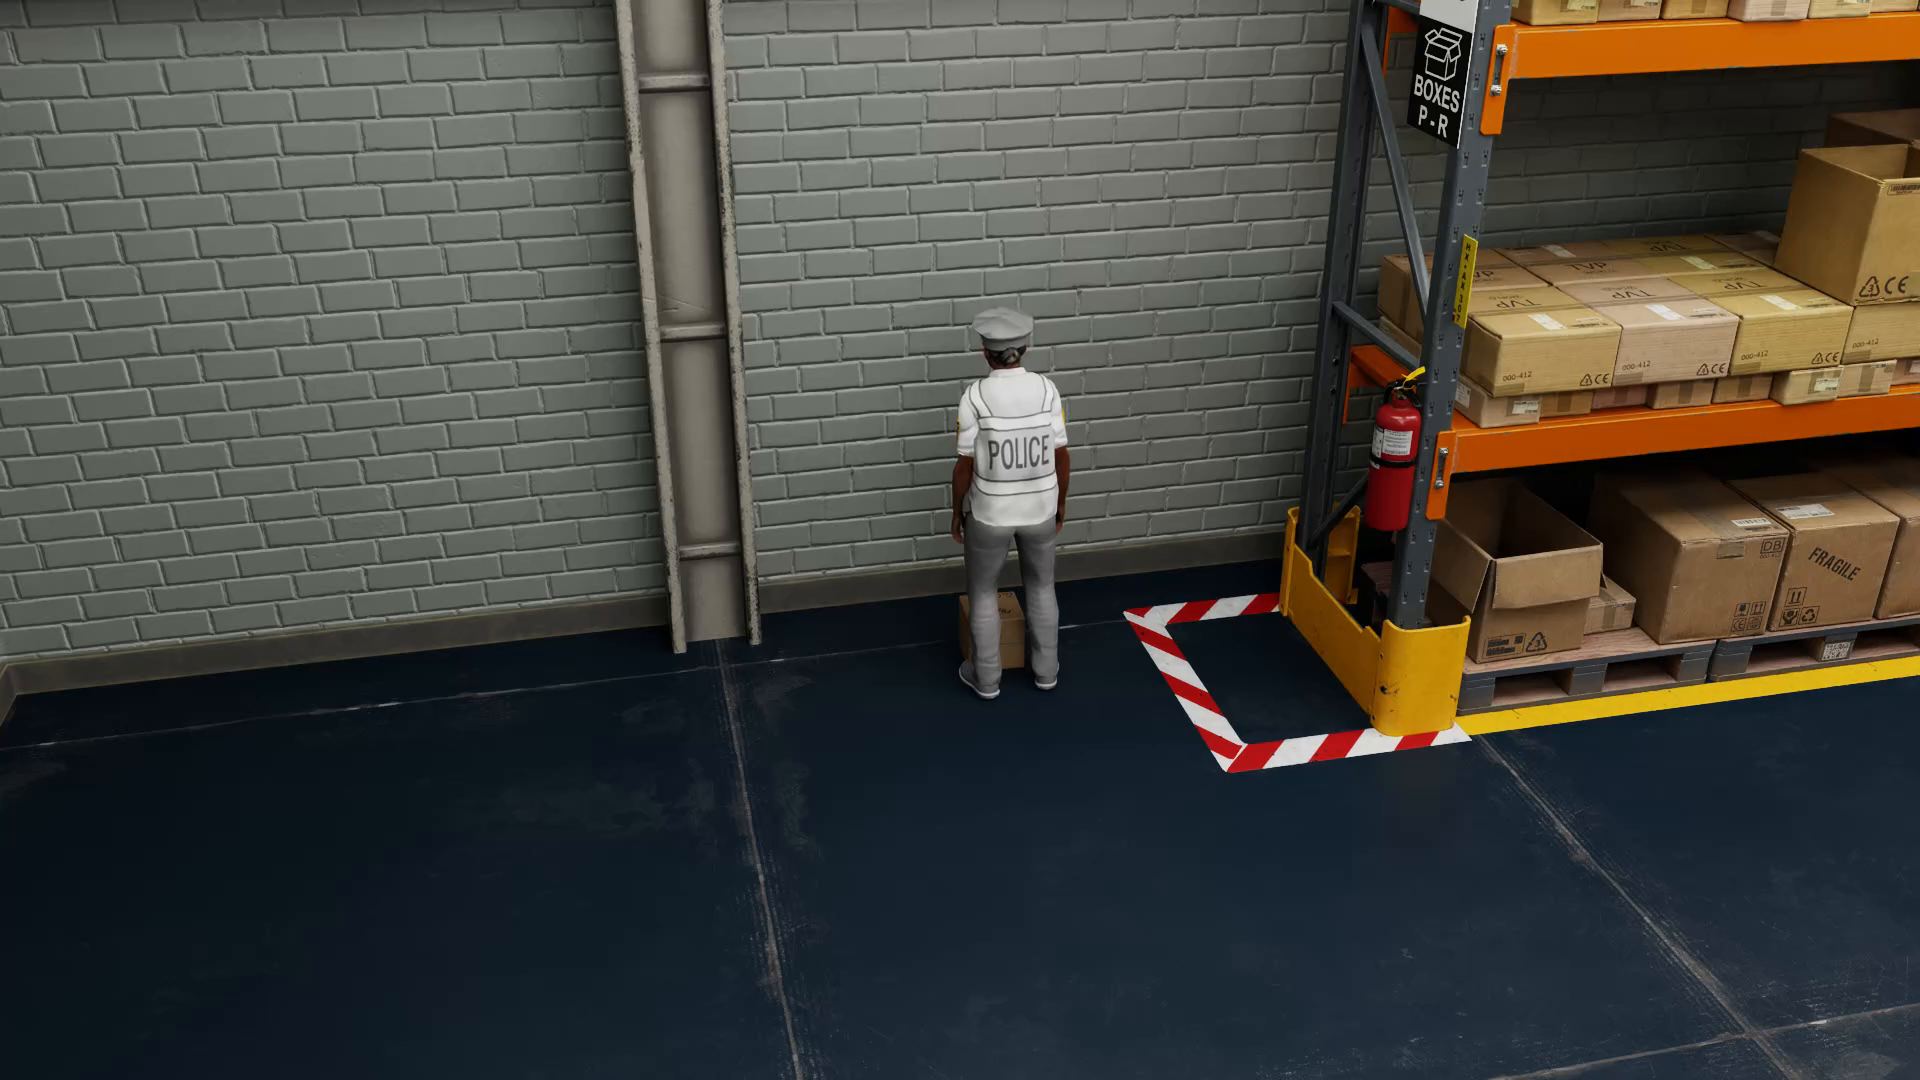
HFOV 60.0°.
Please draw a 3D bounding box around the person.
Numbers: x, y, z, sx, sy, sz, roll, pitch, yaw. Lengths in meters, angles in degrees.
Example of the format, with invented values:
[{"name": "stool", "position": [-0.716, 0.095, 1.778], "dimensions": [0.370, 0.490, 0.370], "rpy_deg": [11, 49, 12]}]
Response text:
[{"name": "person", "position": [0.208, -0.119, 6.852], "dimensions": [0.504, 1.658, 0.394], "rpy_deg": [-6, 27, -11]}]
